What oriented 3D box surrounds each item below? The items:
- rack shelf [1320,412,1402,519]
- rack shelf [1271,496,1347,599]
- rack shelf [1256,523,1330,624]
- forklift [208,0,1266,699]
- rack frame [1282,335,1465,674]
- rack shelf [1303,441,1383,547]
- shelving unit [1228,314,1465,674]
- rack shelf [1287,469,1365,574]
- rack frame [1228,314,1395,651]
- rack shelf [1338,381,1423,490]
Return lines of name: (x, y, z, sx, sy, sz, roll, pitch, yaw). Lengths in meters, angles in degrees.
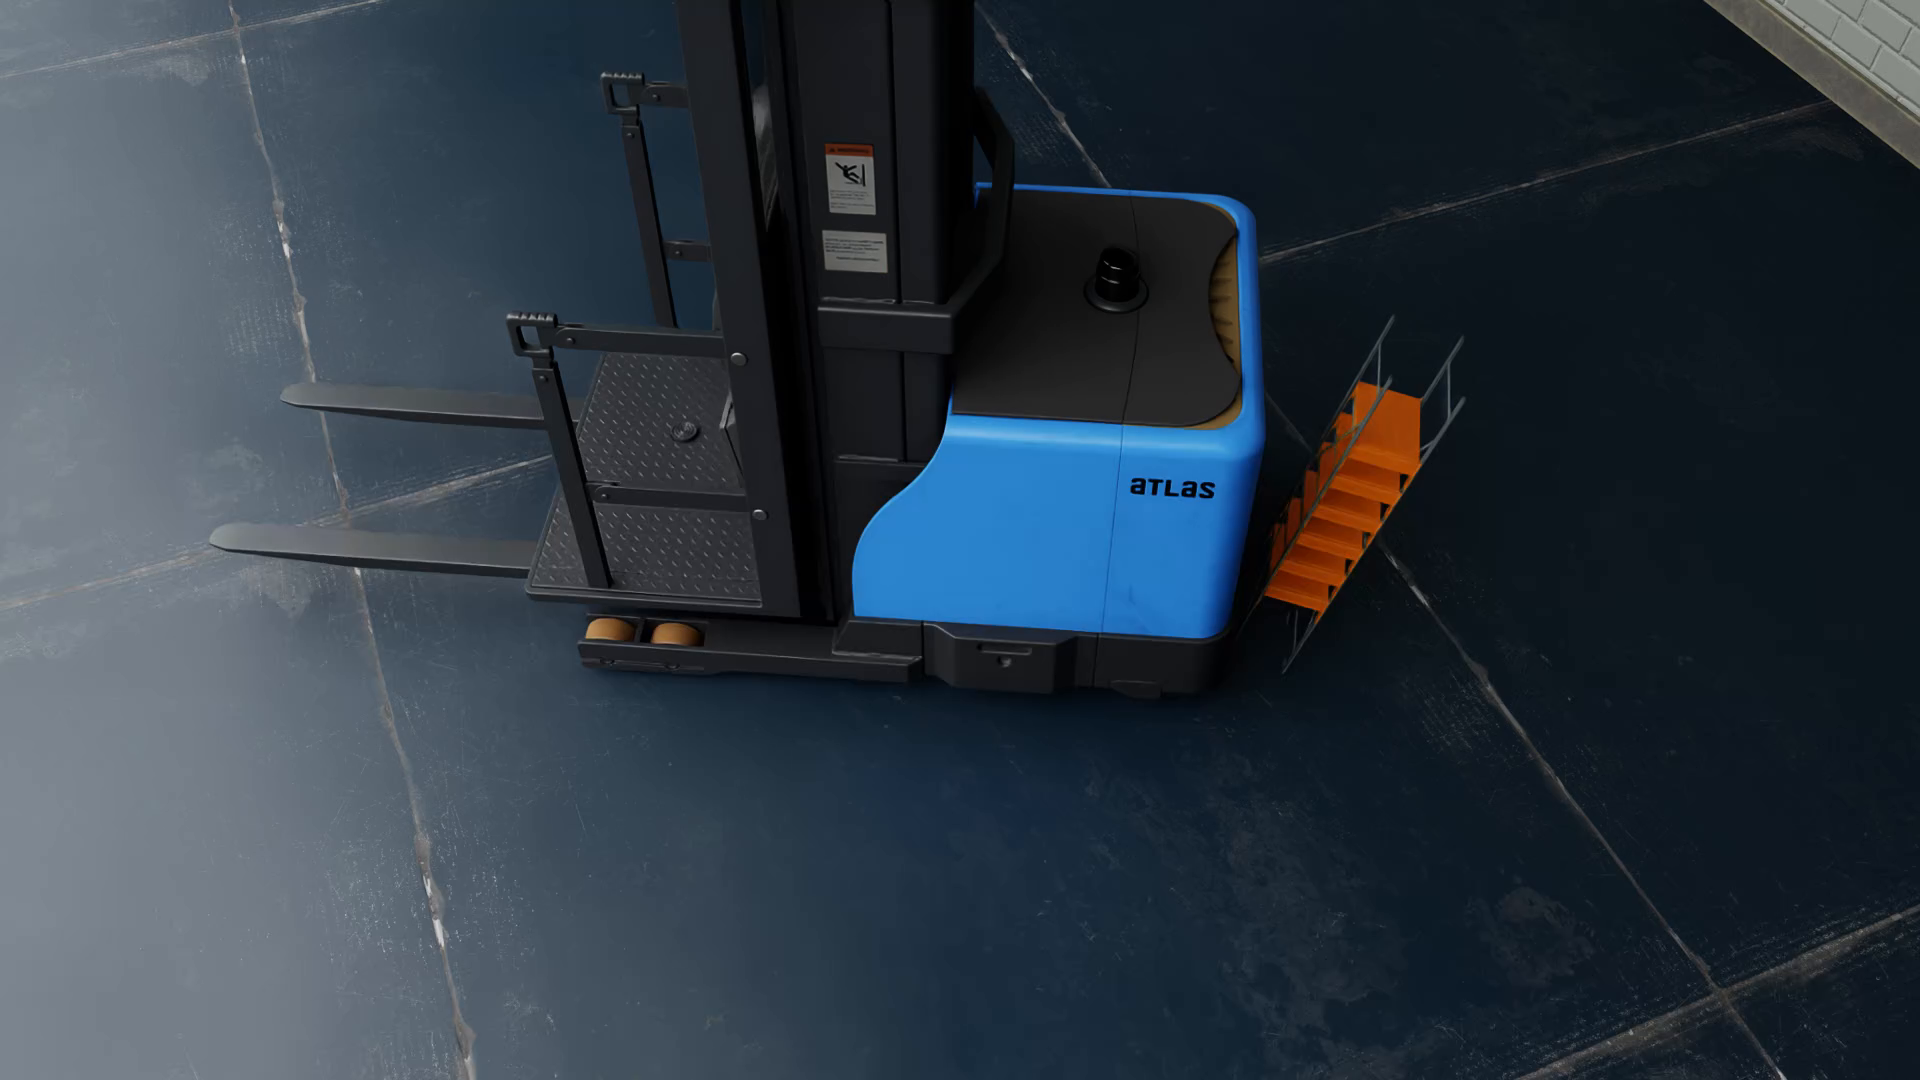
rack shelf: (1.058, -0.202, 4.372, 0.180, 0.103, 0.258, 16, 50, -3)
rack shelf: (0.981, 0.016, 4.648, 0.180, 0.103, 0.258, 16, 50, -3)
rack shelf: (0.955, 0.089, 4.740, 0.180, 0.103, 0.258, 16, 50, -3)
forklift: (-0.703, -0.955, 4.138, 3.031, 2.935, 1.130, 4, 49, 3)
rack frame: (1.104, -0.058, 4.526, 0.006, 1.200, 0.240, 16, 50, -3)
rack shelf: (1.032, -0.129, 4.464, 0.180, 0.103, 0.258, 16, 50, -3)
shelving unit: (1.016, -0.083, 4.522, 0.189, 1.200, 0.258, 16, 50, -3)
rack shelf: (1.007, -0.056, 4.556, 0.180, 0.103, 0.258, 16, 50, -3)
rack frame: (0.928, -0.109, 4.517, 0.006, 1.200, 0.240, 16, 50, -3)
rack shelf: (1.083, -0.274, 4.280, 0.180, 0.103, 0.258, 16, 50, -3)
